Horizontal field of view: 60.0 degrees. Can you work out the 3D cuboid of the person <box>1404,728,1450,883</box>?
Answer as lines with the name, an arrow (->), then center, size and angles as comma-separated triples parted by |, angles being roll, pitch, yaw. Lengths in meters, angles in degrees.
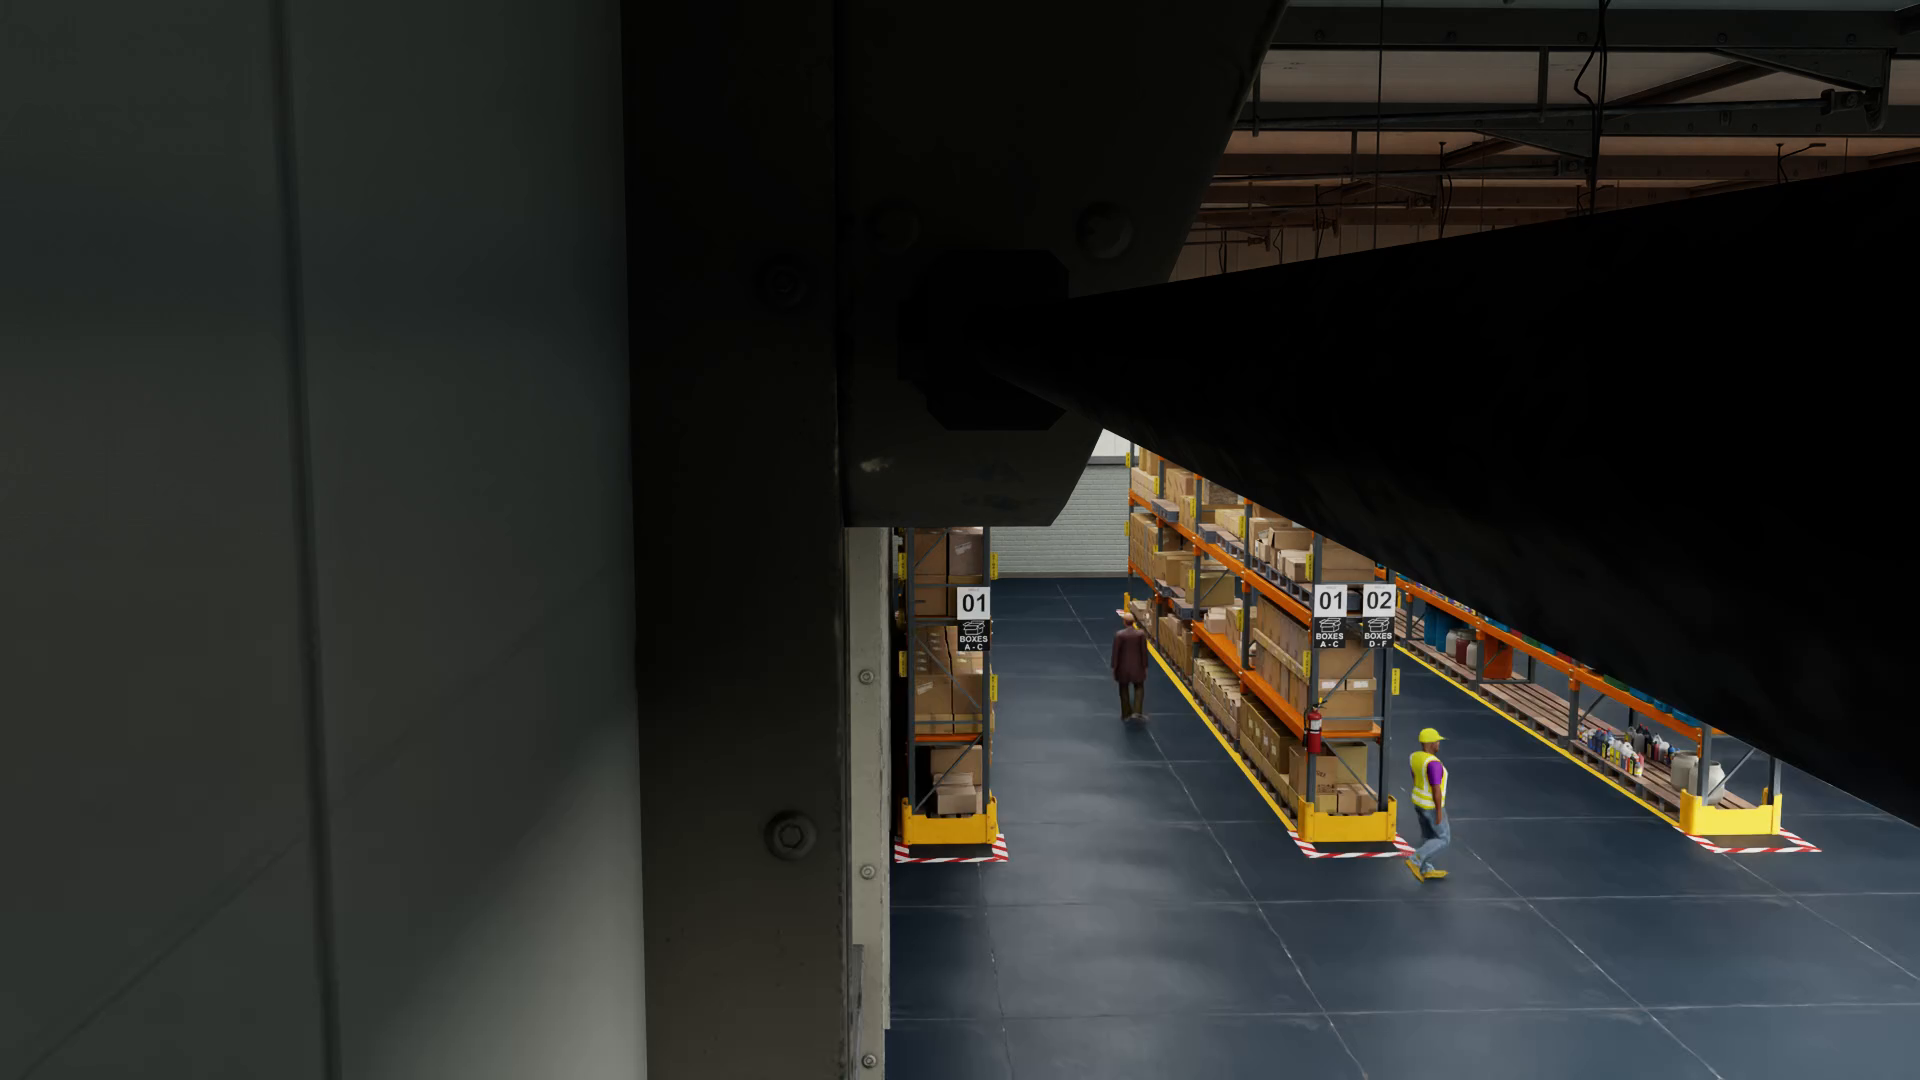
person -> 5.321, 3.021, 18.973 | 0.612, 1.759, 0.586 | -2, 8, -13

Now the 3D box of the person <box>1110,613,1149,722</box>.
person -> 2.715, 2.048, 26.661 | 0.616, 1.775, 0.592 | -1, 7, -4
